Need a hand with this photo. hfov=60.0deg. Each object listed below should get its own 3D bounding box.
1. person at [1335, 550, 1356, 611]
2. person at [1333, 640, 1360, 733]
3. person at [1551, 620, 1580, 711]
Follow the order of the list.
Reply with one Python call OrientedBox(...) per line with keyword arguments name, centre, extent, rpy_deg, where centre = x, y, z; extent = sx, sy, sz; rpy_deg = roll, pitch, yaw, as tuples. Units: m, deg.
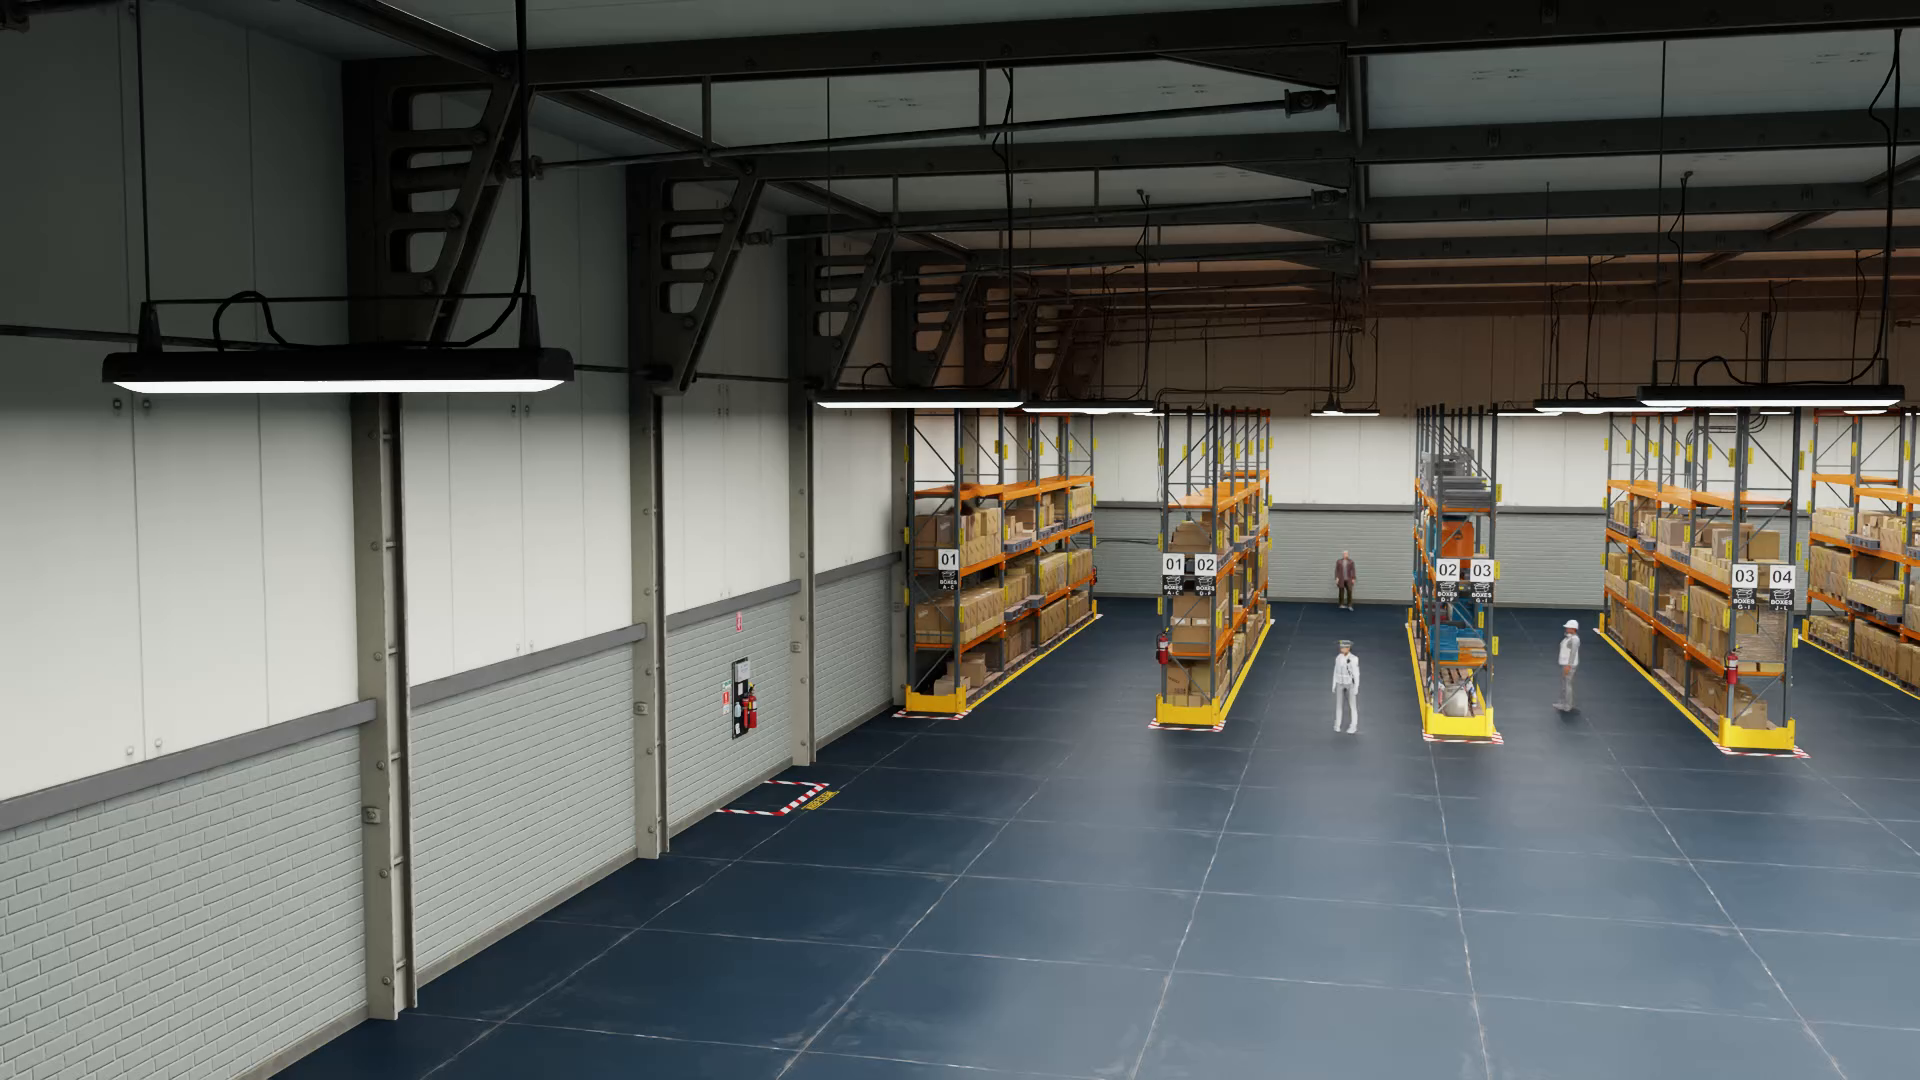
OrientedBox(name="person", centre=(11.594, 1.217, 49.969), extent=(0.611, 1.816, 0.634), rpy_deg=(0, 4, -2))
OrientedBox(name="person", centre=(7.050, 2.666, 30.438), extent=(0.522, 1.678, 0.377), rpy_deg=(4, 6, 43))
OrientedBox(name="person", centre=(11.914, 2.456, 32.714), extent=(0.517, 1.778, 0.542), rpy_deg=(2, 4, 22))
